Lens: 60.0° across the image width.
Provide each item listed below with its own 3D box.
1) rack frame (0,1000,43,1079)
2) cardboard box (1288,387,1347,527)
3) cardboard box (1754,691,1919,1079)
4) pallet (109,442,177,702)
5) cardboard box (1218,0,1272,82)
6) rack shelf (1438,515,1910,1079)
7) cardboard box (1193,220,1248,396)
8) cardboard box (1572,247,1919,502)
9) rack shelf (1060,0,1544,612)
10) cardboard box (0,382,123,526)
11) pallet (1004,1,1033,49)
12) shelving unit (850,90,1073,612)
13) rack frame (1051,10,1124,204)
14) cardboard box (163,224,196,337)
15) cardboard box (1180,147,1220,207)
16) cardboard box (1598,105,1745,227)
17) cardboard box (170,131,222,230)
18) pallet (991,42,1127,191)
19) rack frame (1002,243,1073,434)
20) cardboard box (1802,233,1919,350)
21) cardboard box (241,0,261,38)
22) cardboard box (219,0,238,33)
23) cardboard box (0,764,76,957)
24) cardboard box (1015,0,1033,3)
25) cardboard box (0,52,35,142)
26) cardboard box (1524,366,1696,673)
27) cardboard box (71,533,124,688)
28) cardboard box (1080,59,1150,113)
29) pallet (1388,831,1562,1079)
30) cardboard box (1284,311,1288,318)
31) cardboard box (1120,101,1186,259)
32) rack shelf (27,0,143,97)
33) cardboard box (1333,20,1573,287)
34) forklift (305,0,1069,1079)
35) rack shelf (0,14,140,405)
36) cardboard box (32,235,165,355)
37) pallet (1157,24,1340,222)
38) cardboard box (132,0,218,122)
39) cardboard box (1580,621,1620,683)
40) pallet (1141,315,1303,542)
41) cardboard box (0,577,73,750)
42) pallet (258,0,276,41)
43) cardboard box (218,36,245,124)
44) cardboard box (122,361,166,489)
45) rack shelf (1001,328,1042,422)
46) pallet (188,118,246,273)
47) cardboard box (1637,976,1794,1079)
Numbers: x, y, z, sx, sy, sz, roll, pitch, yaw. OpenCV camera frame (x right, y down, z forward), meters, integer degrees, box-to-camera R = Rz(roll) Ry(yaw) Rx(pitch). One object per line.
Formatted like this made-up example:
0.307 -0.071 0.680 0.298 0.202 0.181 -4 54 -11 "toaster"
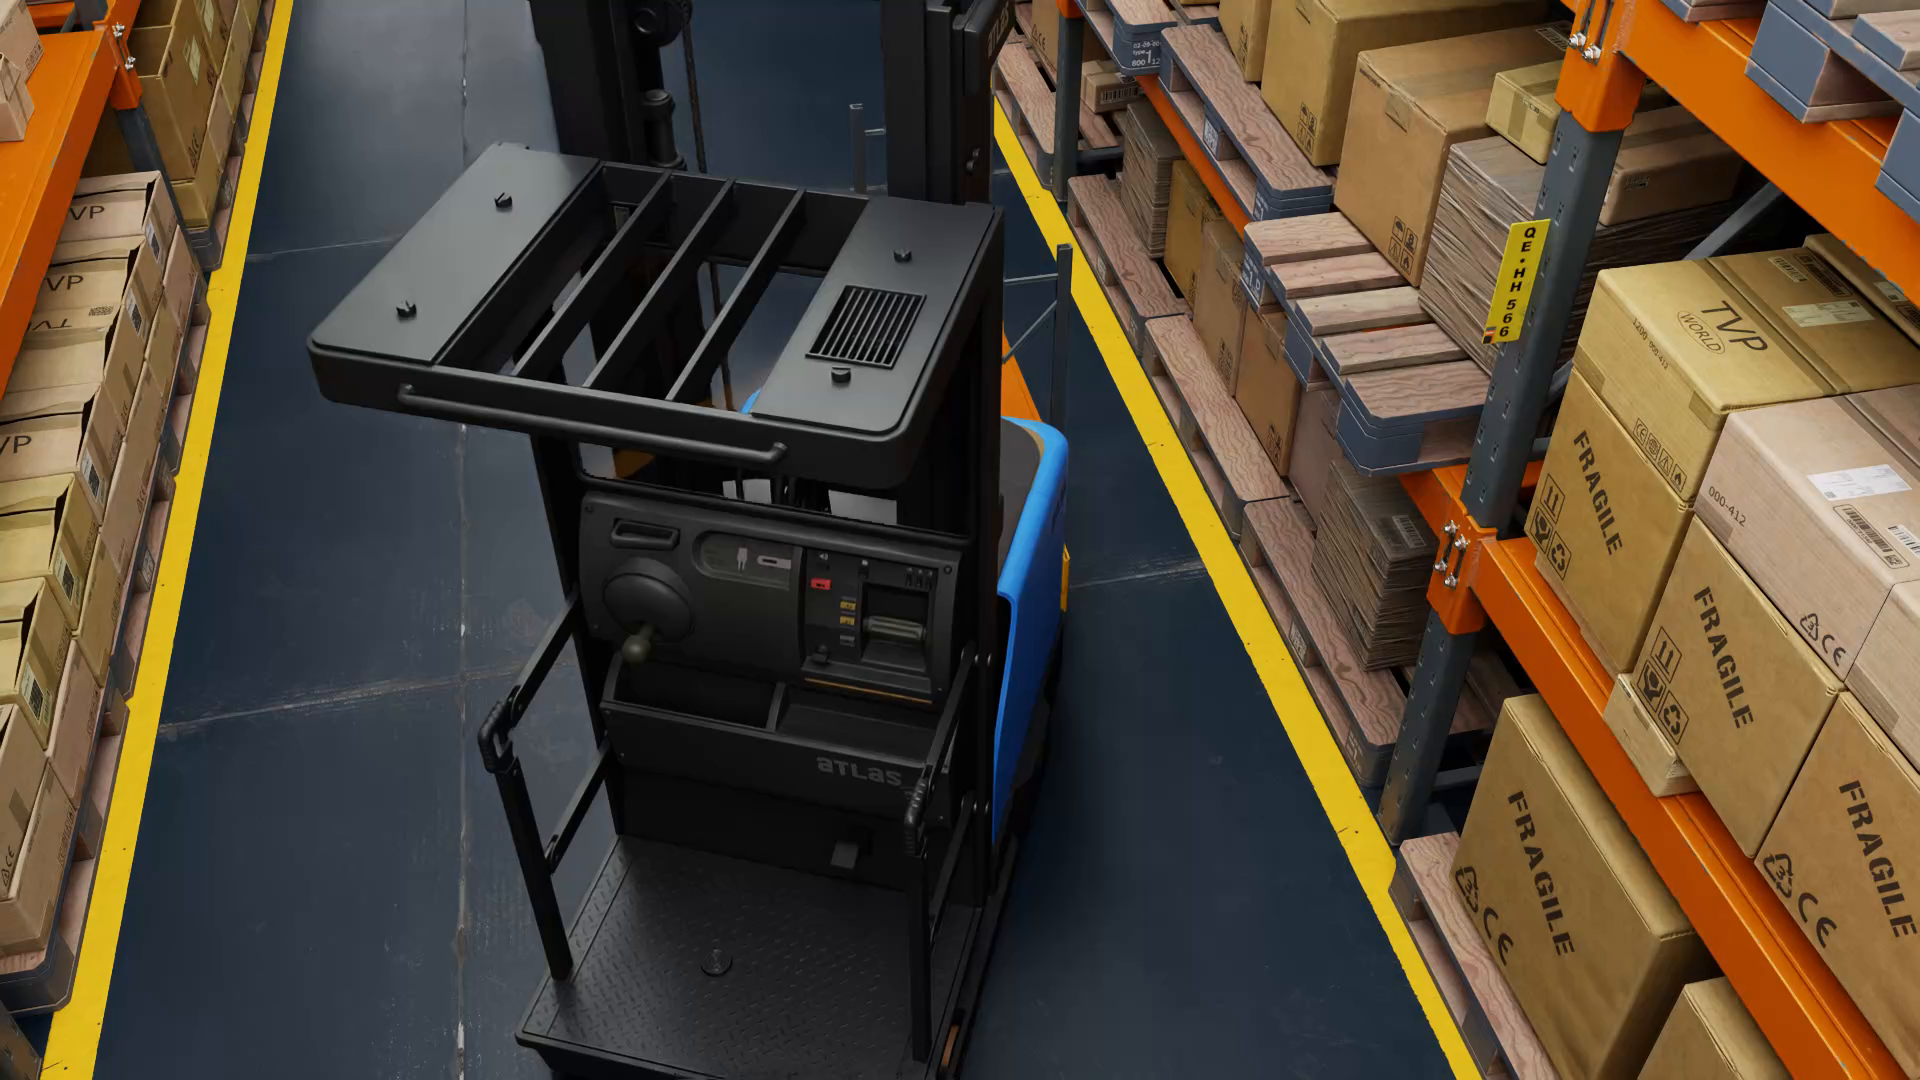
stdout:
-3.021 0.438 3.497 1.000 3.000 0.127 -8 42 -9 "rack frame"
1.611 -0.314 5.896 0.700 0.500 0.500 -8 42 -9 "cardboard box"
1.880 0.584 3.019 0.500 0.500 0.500 -9 42 -9 "cardboard box"
-3.420 0.152 5.920 1.003 0.211 1.213 -8 42 -9 "pallet"
1.315 -1.949 5.779 0.700 0.500 0.500 -3 42 -3 "cardboard box"
2.247 1.291 3.078 1.077 0.370 4.000 -8 42 -9 "rack shelf"
1.358 -0.958 6.621 0.700 0.500 0.500 -8 42 -9 "cardboard box"
1.668 -0.361 3.518 0.500 0.250 0.500 -7 42 -8 "cardboard box"
1.384 -1.302 5.999 1.077 0.370 4.000 -8 42 -9 "rack shelf"
-3.188 -0.286 5.645 0.500 0.311 0.500 -9 42 -10 "cardboard box"
0.506 -3.047 9.524 1.003 0.211 1.213 -8 42 -9 "pallet"
-0.016 -0.610 5.808 0.587 1.500 1.083 -8 42 -9 "shelving unit"
0.952 -2.867 7.221 1.000 3.000 0.127 -8 42 -9 "rack frame"
-3.512 -1.057 6.936 0.500 0.250 0.500 -9 42 -10 "cardboard box"
1.226 -1.618 6.800 0.500 0.250 0.500 -9 42 -10 "cardboard box"
1.712 -0.938 4.152 0.380 0.149 0.250 -14 43 -15 "cardboard box"
-3.688 -1.628 7.579 0.500 0.250 0.500 -8 42 -9 "cardboard box"
0.773 -2.255 8.631 1.003 0.211 1.213 -8 42 -9 "pallet"
0.091 -0.287 5.443 0.500 1.500 0.032 -8 42 -9 "rack frame"
2.166 -0.454 3.623 0.500 0.250 0.500 -7 42 -8 "cardboard box"
-4.114 -2.925 9.041 0.500 0.250 0.500 -8 42 -9 "cardboard box"
-4.004 -2.882 8.427 0.500 0.500 0.500 -8 42 -9 "cardboard box"
-2.847 0.927 4.701 0.500 0.250 0.500 -8 42 -9 "cardboard box"
0.383 -3.376 9.345 0.700 0.500 0.500 -11 43 -12 "cardboard box"
-3.515 -1.561 5.850 0.396 0.266 0.258 -9 42 -10 "cardboard box"
1.670 -0.079 3.765 0.500 0.500 0.500 -7 42 -8 "cardboard box"
-3.074 0.266 5.446 0.500 0.250 0.500 -9 42 -10 "cardboard box"
0.807 -2.315 8.401 0.380 0.166 0.250 -14 43 -15 "cardboard box"
1.912 1.290 4.637 1.003 0.211 1.213 -8 42 -9 "pallet"
1.431 -0.955 6.053 0.500 0.250 0.500 -9 42 -9 "cardboard box"
1.127 -1.622 7.370 0.700 0.500 0.500 -7 42 -8 "cardboard box"
-4.316 -3.182 8.118 1.077 0.370 4.000 -8 42 -9 "rack shelf"
1.557 -1.138 4.866 0.700 0.500 0.500 -12 43 -13 "cardboard box"
-0.512 0.228 3.785 1.130 2.935 3.031 9 42 10 "forklift"
-3.452 -0.590 5.197 1.077 0.370 4.000 -8 42 -9 "rack shelf"
-3.398 -0.936 6.377 0.500 0.311 0.500 -7 42 -8 "cardboard box"
1.348 -1.480 5.802 1.003 0.211 1.213 -8 42 -9 "pallet"
-3.794 -2.233 7.696 0.500 0.500 0.500 -8 42 -9 "cardboard box"
1.706 0.223 3.913 0.380 0.149 0.250 -8 42 -9 "cardboard box"
1.388 -0.528 6.685 1.003 0.211 1.213 -8 42 -9 "pallet"
-2.969 0.378 4.897 0.500 0.311 0.500 -9 42 -10 "cardboard box"
-4.542 -3.215 9.713 1.003 0.211 1.213 -8 42 -9 "pallet"
-3.894 -2.278 8.311 0.500 0.250 0.500 -8 42 -9 "cardboard box"
-3.293 -0.397 6.192 0.500 0.250 0.500 -7 42 -8 "cardboard box"
-0.018 -0.482 5.934 0.538 0.185 1.000 -8 42 -9 "rack shelf"
-4.015 -1.634 7.931 1.003 0.211 1.213 -8 42 -9 "pallet"
2.029 1.437 3.675 0.750 0.750 0.750 -9 42 -9 "cardboard box"
